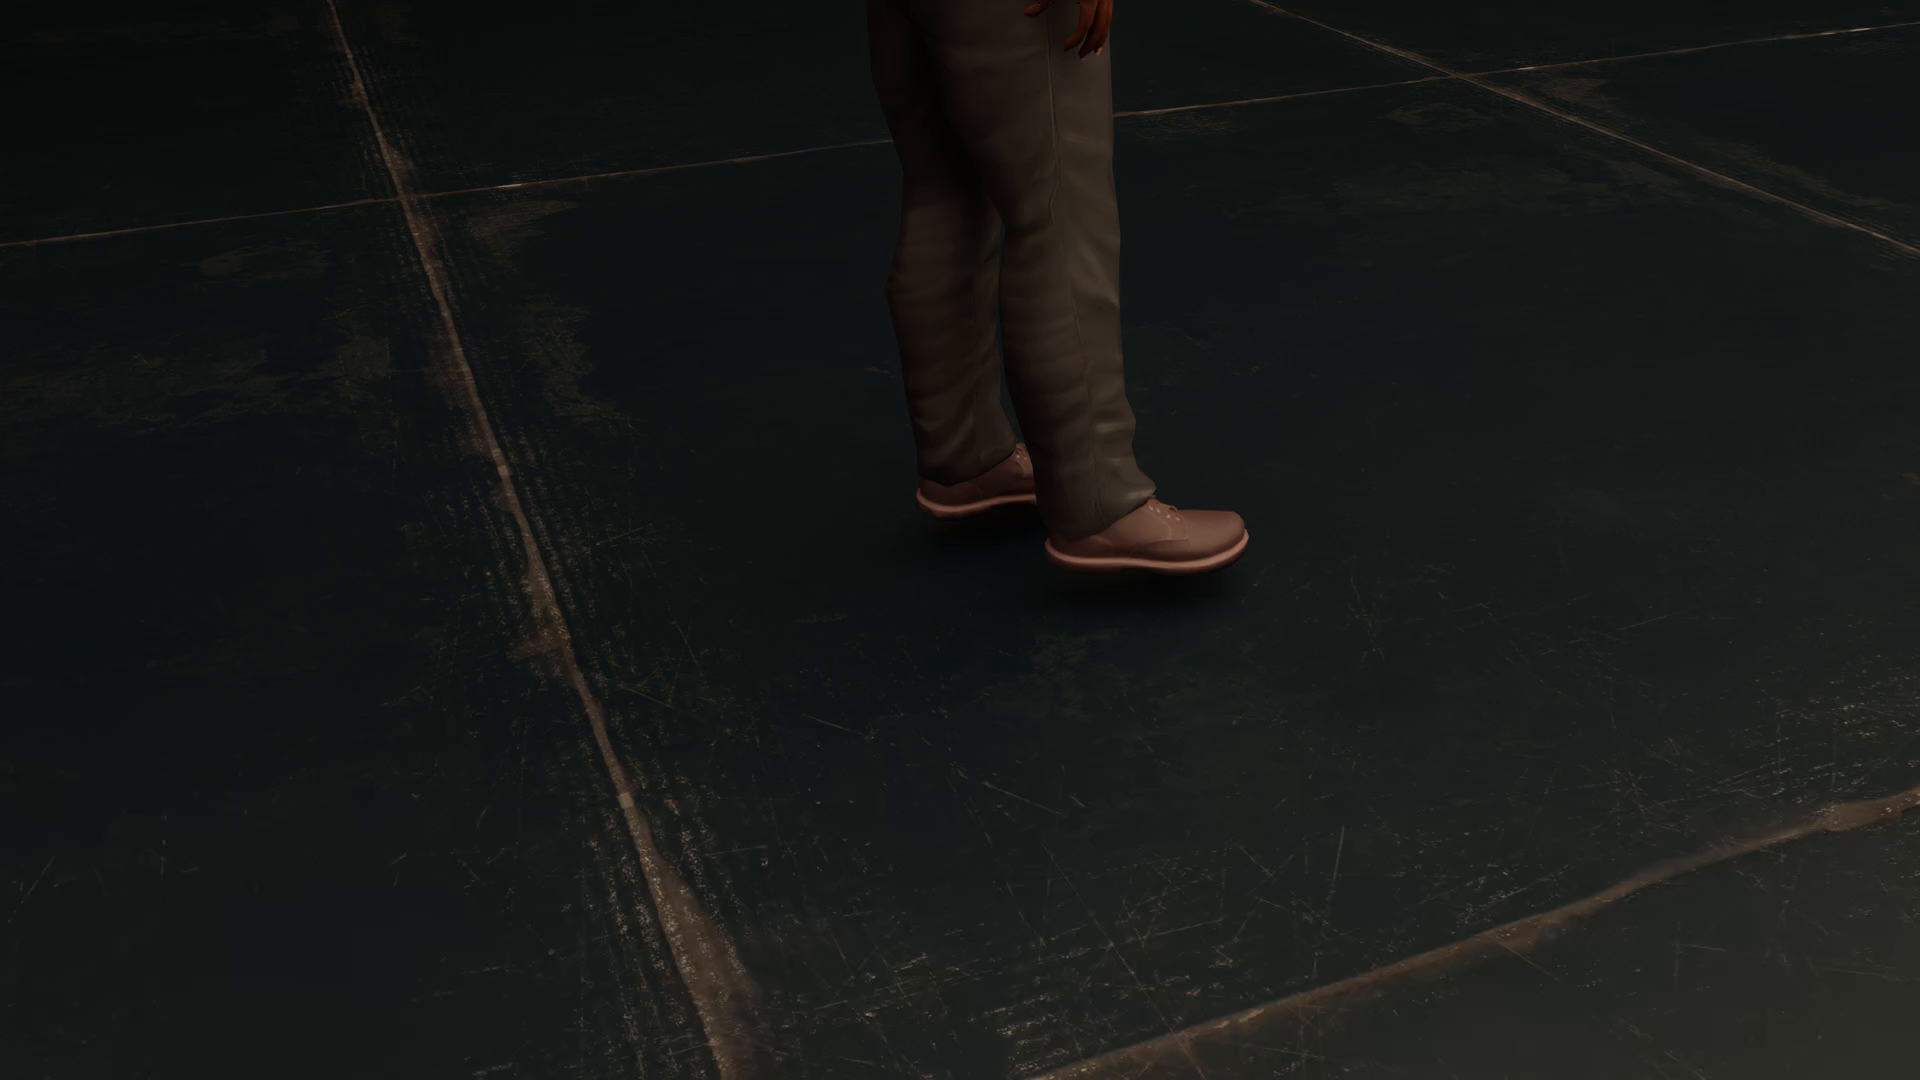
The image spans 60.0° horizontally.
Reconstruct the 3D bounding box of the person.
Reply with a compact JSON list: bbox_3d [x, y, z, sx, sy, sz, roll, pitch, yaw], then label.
[{"bbox_3d":[0.089,-0.767,2.080,0.503,1.655,0.570,-11,32,-19],"label":"person"}]
